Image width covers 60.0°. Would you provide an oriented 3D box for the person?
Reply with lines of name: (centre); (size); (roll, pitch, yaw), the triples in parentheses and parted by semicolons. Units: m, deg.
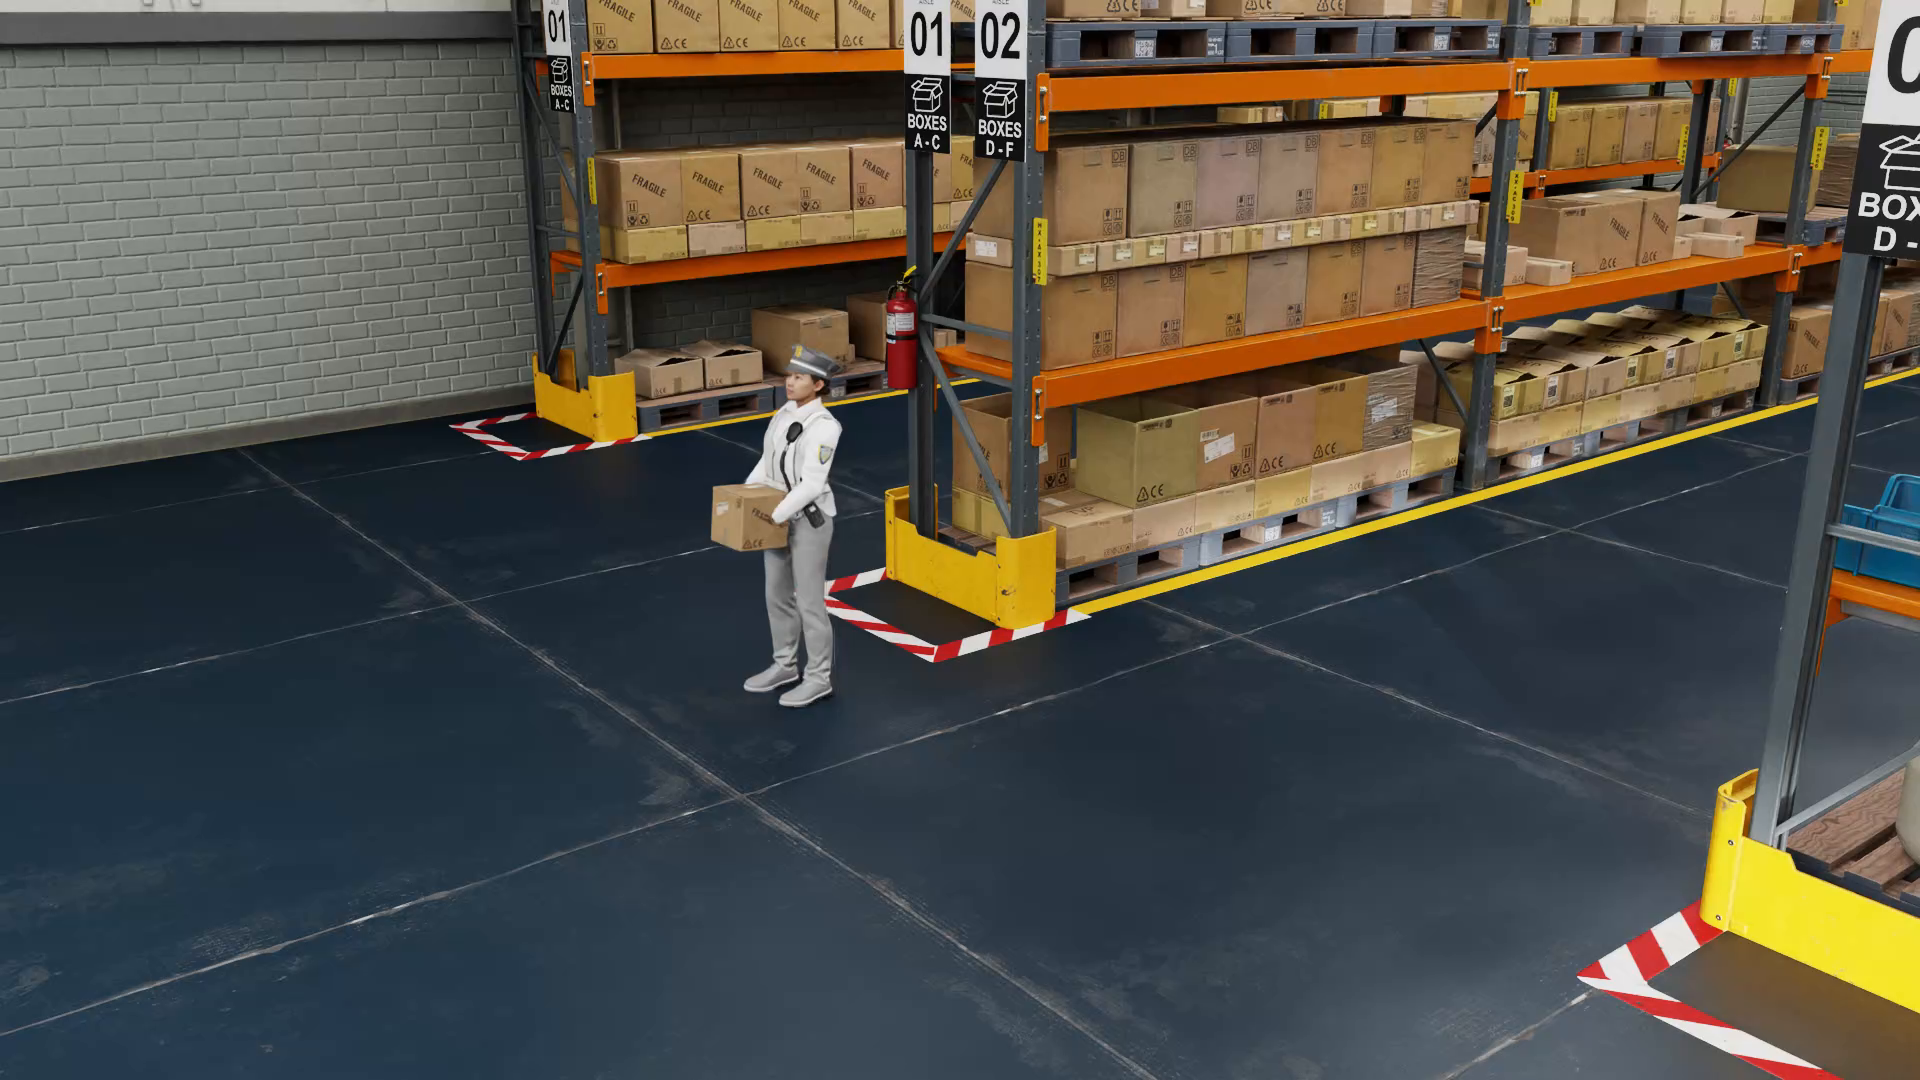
person: (-0.788, -0.067, 7.699); (0.543, 1.700, 0.471); (-12, 21, -32)
